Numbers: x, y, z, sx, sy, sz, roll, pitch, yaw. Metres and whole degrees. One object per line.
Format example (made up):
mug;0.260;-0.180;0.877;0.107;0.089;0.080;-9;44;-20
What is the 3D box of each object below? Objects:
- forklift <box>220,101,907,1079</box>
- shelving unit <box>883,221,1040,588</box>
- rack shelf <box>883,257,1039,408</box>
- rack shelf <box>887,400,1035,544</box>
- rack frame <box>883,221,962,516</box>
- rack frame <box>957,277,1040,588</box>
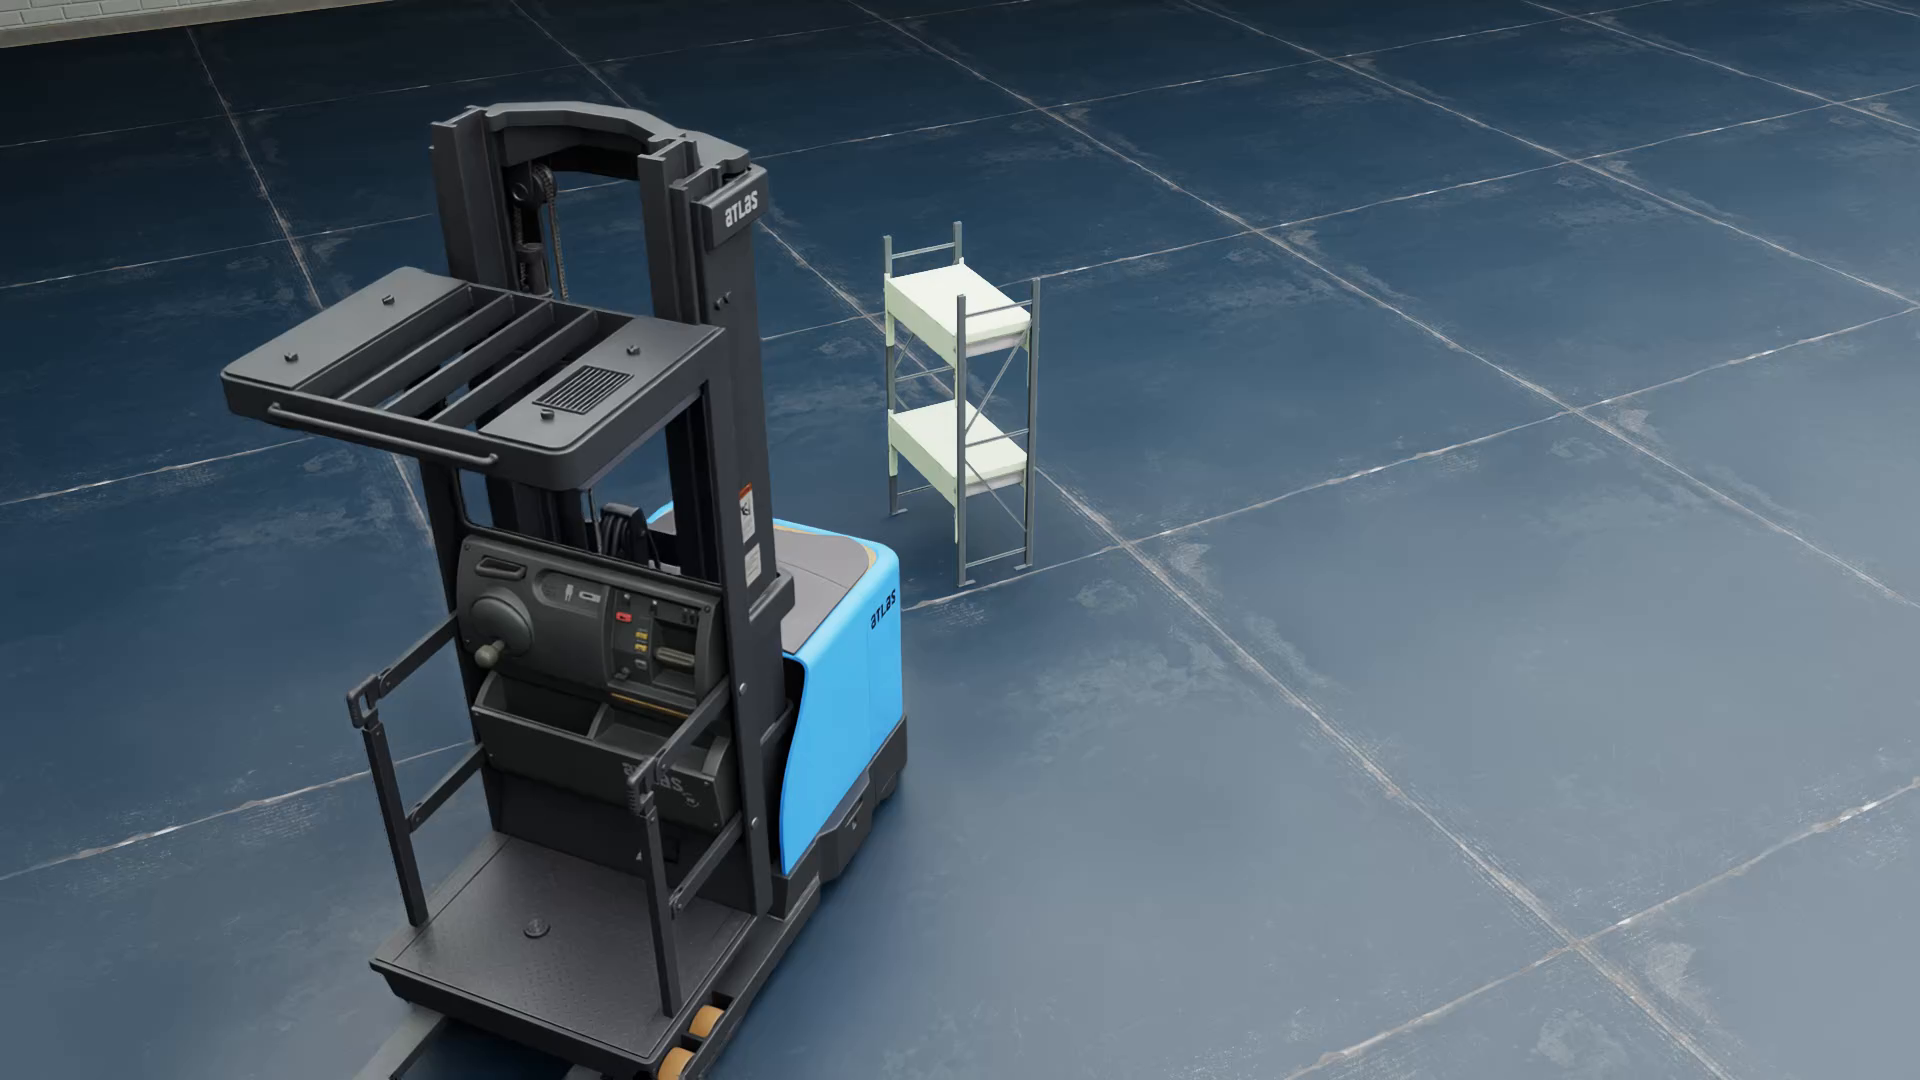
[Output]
forklift;-1.258;0.322;5.030;1.130;2.935;3.031;13;35;19
shelving unit;-0.003;-0.635;7.850;0.431;1.500;0.755;-16;36;-23
rack shelf;-0.003;-0.963;7.640;0.431;0.370;0.720;-16;36;-23
rack shelf;-0.003;-0.360;8.026;0.431;0.370;0.720;-16;36;-23
rack frame;-0.174;-0.809;8.123;0.400;1.500;0.023;-16;36;-23
rack frame;0.168;-0.460;7.578;0.400;1.500;0.023;-16;36;-23
